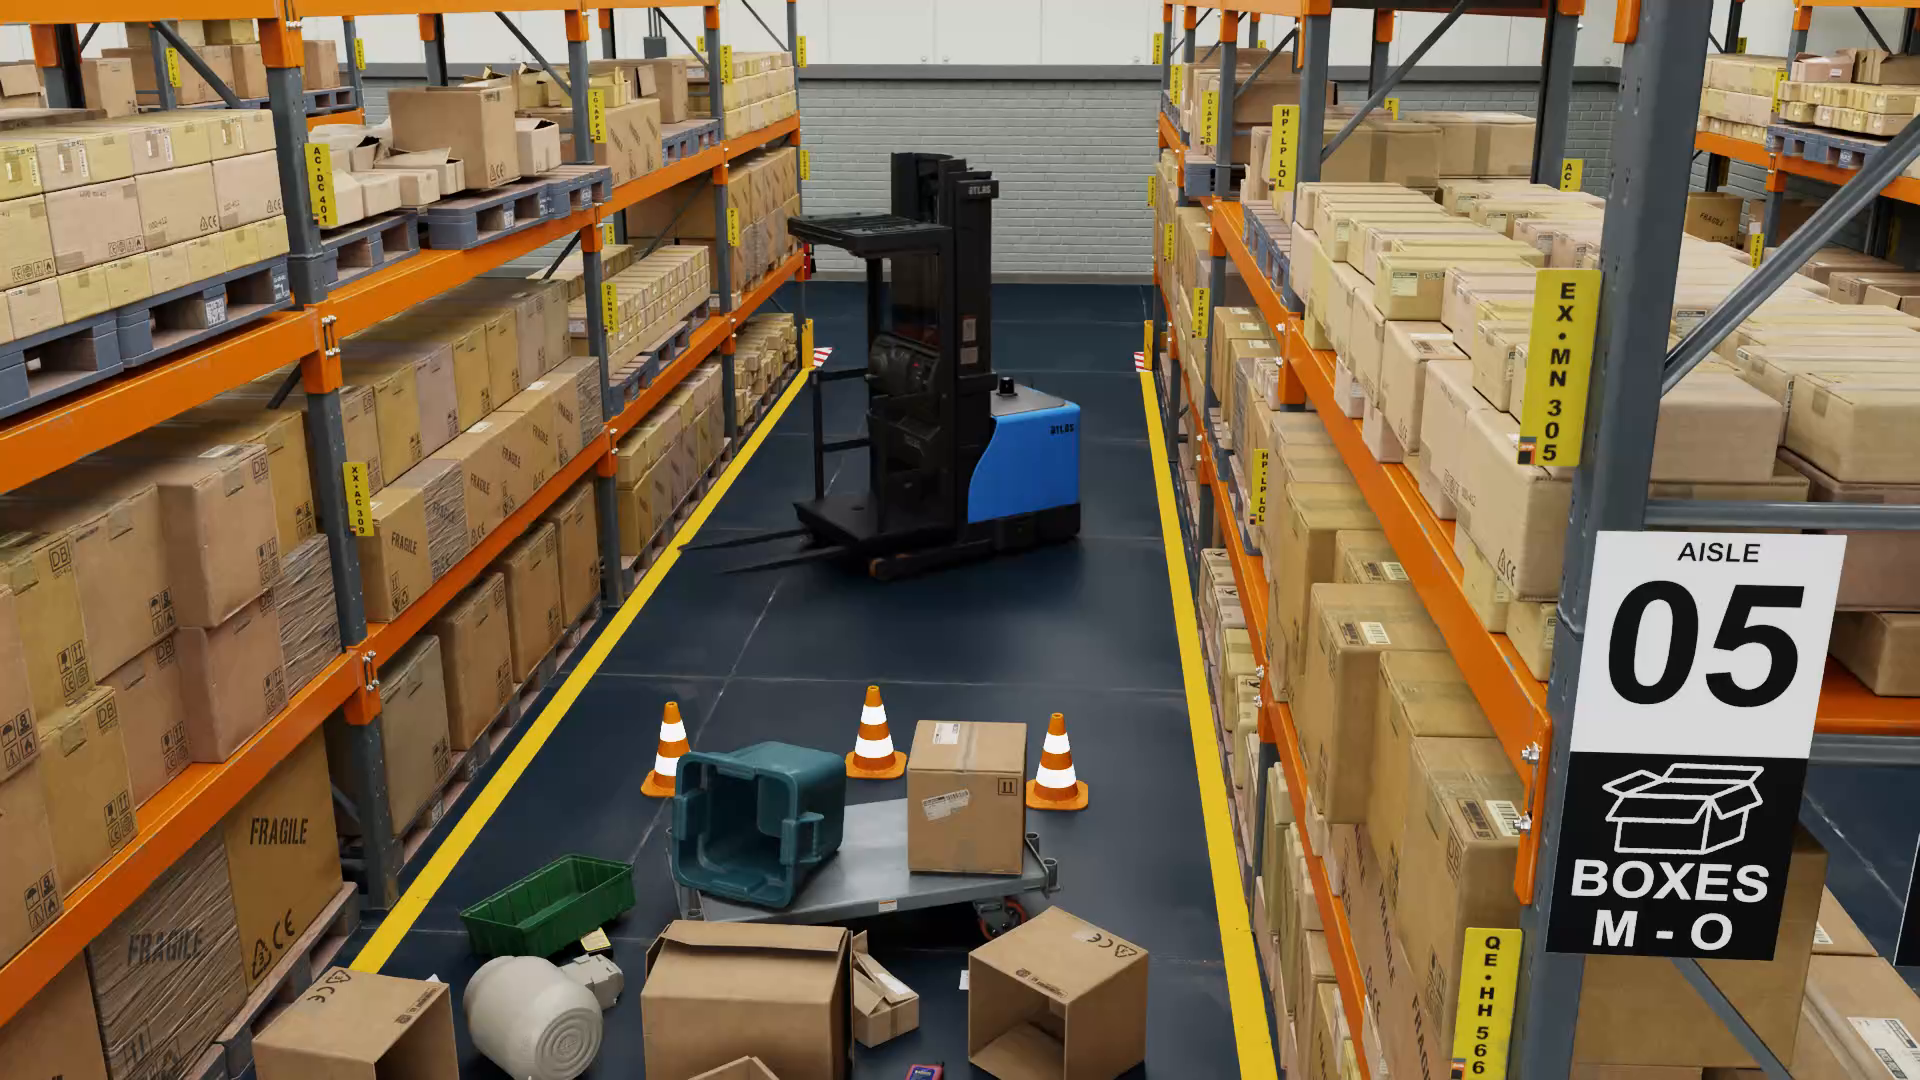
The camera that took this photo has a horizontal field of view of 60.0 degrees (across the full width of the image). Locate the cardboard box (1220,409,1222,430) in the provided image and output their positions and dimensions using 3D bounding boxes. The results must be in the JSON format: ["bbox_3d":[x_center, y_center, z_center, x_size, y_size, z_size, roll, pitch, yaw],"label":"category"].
[{"bbox_3d":[1.775,-0.711,10.005,0.380,0.149,0.250,0,18,0],"label":"cardboard box"}]

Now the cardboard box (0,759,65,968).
[{"bbox_3d":[-3.250,0.977,4.884,0.875,0.550,0.550,1,18,4],"label":"cardboard box"}]

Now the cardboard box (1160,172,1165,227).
[{"bbox_3d":[2.299,-3.443,16.846,0.500,0.500,0.500,1,18,3],"label":"cardboard box"}]

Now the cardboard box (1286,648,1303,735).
[{"bbox_3d":[1.494,0.442,6.120,0.500,0.500,0.500,1,18,4],"label":"cardboard box"}]

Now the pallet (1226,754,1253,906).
[{"bbox_3d":[1.871,1.427,8.230,1.003,0.211,1.213,1,18,4],"label":"pallet"}]

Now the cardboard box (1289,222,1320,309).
[{"bbox_3d":[1.512,-1.021,6.169,0.500,0.250,0.500,1,18,3],"label":"cardboard box"}]

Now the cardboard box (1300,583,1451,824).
[{"bbox_3d":[1.326,0.441,4.517,0.700,0.500,0.500,1,18,3],"label":"cardboard box"}]

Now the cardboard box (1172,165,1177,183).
[{"bbox_3d":[2.252,-3.547,16.123,0.380,0.149,0.250,1,18,4],"label":"cardboard box"}]

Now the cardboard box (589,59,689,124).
[{"bbox_3d":[-2.691,-3.777,13.982,0.700,0.500,0.500,1,18,4],"label":"cardboard box"}]

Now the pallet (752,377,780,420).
[{"bbox_3d":[-2.457,-1.484,17.114,1.003,0.211,1.213,1,18,4],"label":"pallet"}]

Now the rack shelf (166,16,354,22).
[{"bbox_3d":[-7.351,-5.302,16.451,1.077,0.370,4.000,1,18,4],"label":"rack shelf"}]

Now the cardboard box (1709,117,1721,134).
[{"bbox_3d":[7.203,-3.852,15.447,0.380,0.149,0.250,1,18,4],"label":"cardboard box"}]

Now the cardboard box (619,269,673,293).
[{"bbox_3d":[-2.483,-2.049,13.134,0.380,0.149,0.250,0,18,1],"label":"cardboard box"}]

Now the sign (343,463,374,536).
[{"bbox_3d":[-2.574,-0.173,7.115,0.100,0.325,0.005,1,18,4],"label":"sign"}]

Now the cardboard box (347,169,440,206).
[{"bbox_3d":[-2.768,-1.718,8.101,0.380,0.149,0.250,1,18,4],"label":"cardboard box"}]

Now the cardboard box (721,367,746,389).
[{"bbox_3d":[-2.244,-1.534,15.737,0.380,0.149,0.250,2,18,7],"label":"cardboard box"}]

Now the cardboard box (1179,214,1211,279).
[{"bbox_3d":[2.063,-2.375,13.587,0.500,0.500,0.500,1,18,4],"label":"cardboard box"}]

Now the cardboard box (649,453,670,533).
[{"bbox_3d":[-2.503,-0.360,12.544,0.500,0.500,0.500,1,18,5],"label":"cardboard box"}]

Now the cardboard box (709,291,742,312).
[{"bbox_3d":[-2.208,-2.182,15.167,0.380,0.149,0.250,2,18,6],"label":"cardboard box"}]

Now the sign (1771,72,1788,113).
[{"bbox_3d":[6.799,-3.712,13.788,0.100,0.325,0.005,1,18,4],"label":"sign"}]

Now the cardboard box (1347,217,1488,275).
[{"bbox_3d":[1.438,-0.929,5.245,0.380,0.149,0.250,1,18,2],"label":"cardboard box"}]

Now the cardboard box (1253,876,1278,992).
[{"bbox_3d":[1.505,1.628,6.879,0.500,0.250,0.500,0,18,1],"label":"cardboard box"}]

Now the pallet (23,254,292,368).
[{"bbox_3d":[-3.197,-0.865,6.071,1.003,0.211,1.213,1,18,4],"label":"pallet"}]

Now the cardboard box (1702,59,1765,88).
[{"bbox_3d":[7.242,-4.402,15.684,0.500,0.250,0.500,2,18,5],"label":"cardboard box"}]

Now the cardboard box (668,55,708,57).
[{"bbox_3d":[-2.691,-4.749,16.580,0.380,0.149,0.250,2,18,6],"label":"cardboard box"}]

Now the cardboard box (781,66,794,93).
[{"bbox_3d":[-2.047,-4.906,17.697,0.500,0.250,0.500,1,18,2],"label":"cardboard box"}]

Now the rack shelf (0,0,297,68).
[{"bbox_3d":[-3.271,-1.433,4.643,1.077,0.370,4.000,1,18,4],"label":"rack shelf"}]

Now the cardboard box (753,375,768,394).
[{"bbox_3d":[-2.155,-1.575,16.816,0.380,0.149,0.250,1,18,2],"label":"cardboard box"}]

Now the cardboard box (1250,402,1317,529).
[{"bbox_3d":[1.655,-0.348,7.854,0.500,0.500,0.500,1,18,4],"label":"cardboard box"}]

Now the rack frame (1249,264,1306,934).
[{"bbox_3d":[1.817,0.344,7.057,1.000,3.000,0.127,1,18,4],"label":"rack frame"}]

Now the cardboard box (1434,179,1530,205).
[{"bbox_3d":[2.258,-1.383,7.075,0.500,0.250,0.500,1,18,2],"label":"cardboard box"}]

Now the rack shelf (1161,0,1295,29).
[{"bbox_3d":[2.533,-5.081,15.776,1.077,0.370,4.000,1,18,4],"label":"rack shelf"}]

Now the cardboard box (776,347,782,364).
[{"bbox_3d":[-2.081,-1.956,17.501,0.380,0.149,0.250,2,18,5],"label":"cardboard box"}]

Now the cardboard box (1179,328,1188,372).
[{"bbox_3d":[1.962,-1.464,12.816,0.500,0.250,0.500,1,18,3],"label":"cardboard box"}]

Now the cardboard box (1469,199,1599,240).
[{"bbox_3d":[1.962,-1.077,5.698,0.380,0.149,0.250,2,18,5],"label":"cardboard box"}]

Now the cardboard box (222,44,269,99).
[{"bbox_3d":[-7.276,-4.653,16.493,0.700,0.500,0.500,2,18,6],"label":"cardboard box"}]

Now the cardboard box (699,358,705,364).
[{"bbox_3d":[-2.703,-1.701,16.244,0.380,0.149,0.250,2,18,6],"label":"cardboard box"}]

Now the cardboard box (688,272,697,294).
[{"bbox_3d":[-2.424,-2.155,13.934,0.380,0.149,0.250,2,18,6],"label":"cardboard box"}]

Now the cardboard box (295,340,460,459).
[{"bbox_3d":[-3.027,-0.729,8.565,0.700,0.500,0.500,1,18,4],"label":"cardboard box"}]

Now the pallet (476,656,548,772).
[{"bbox_3d":[-3.063,0.968,9.629,1.003,0.211,1.213,1,18,4],"label":"pallet"}]

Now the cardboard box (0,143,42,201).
[{"bbox_3d":[-2.945,-1.075,4.858,0.380,0.149,0.250,2,18,5],"label":"cardboard box"}]

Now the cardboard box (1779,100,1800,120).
[{"bbox_3d":[6.923,-3.501,13.541,0.380,0.149,0.250,2,18,5],"label":"cardboard box"}]

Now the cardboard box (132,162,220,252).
[{"bbox_3d":[-2.944,-1.163,5.764,0.500,0.250,0.500,1,18,4],"label":"cardboard box"}]

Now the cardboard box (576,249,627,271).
[{"bbox_3d":[-3.055,-2.384,14.156,0.380,0.149,0.250,2,18,5],"label":"cardboard box"}]

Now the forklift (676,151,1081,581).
[{"bbox_3d":[-0.590,-1.282,12.129,3.031,2.935,1.130,-11,21,-30],"label":"forklift"}]

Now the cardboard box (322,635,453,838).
[{"bbox_3d":[-3.173,0.939,8.178,1.050,0.750,0.750,1,18,4],"label":"cardboard box"}]

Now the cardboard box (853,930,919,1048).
[{"bbox_3d":[-0.383,1.848,6.857,0.258,0.266,0.396,-13,22,-34],"label":"cardboard box"}]

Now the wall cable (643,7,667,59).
[{"bbox_3d":[-3.364,-9.663,22.796,2.277,5.999,0.120,1,18,4],"label":"wall cable"}]

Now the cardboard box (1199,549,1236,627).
[{"bbox_3d":[2.053,0.326,10.658,0.950,0.372,0.625,0,18,0],"label":"cardboard box"}]

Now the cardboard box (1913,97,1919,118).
[{"bbox_3d":[6.877,-2.990,11.538,0.380,0.149,0.250,1,18,4],"label":"cardboard box"}]

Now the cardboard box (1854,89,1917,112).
[{"bbox_3d":[6.858,-3.241,12.271,0.380,0.149,0.250,1,18,4],"label":"cardboard box"}]

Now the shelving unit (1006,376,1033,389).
[{"bbox_3d":[0.436,-0.807,13.699,0.252,1.050,0.215,11,21,31],"label":"shelving unit"}]

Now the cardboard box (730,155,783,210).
[{"bbox_3d":[-2.117,-3.660,17.031,0.500,0.500,0.500,2,18,7],"label":"cardboard box"}]

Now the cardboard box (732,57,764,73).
[{"bbox_3d":[-2.131,-4.657,16.297,0.380,0.149,0.250,1,18,2],"label":"cardboard box"}]

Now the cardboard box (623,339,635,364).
[{"bbox_3d":[-2.570,-1.360,11.984,0.380,0.149,0.250,2,18,7],"label":"cardboard box"}]

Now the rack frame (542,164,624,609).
[{"bbox_3d":[-2.841,-0.978,11.090,1.000,3.000,0.127,1,18,4],"label":"rack frame"}]
